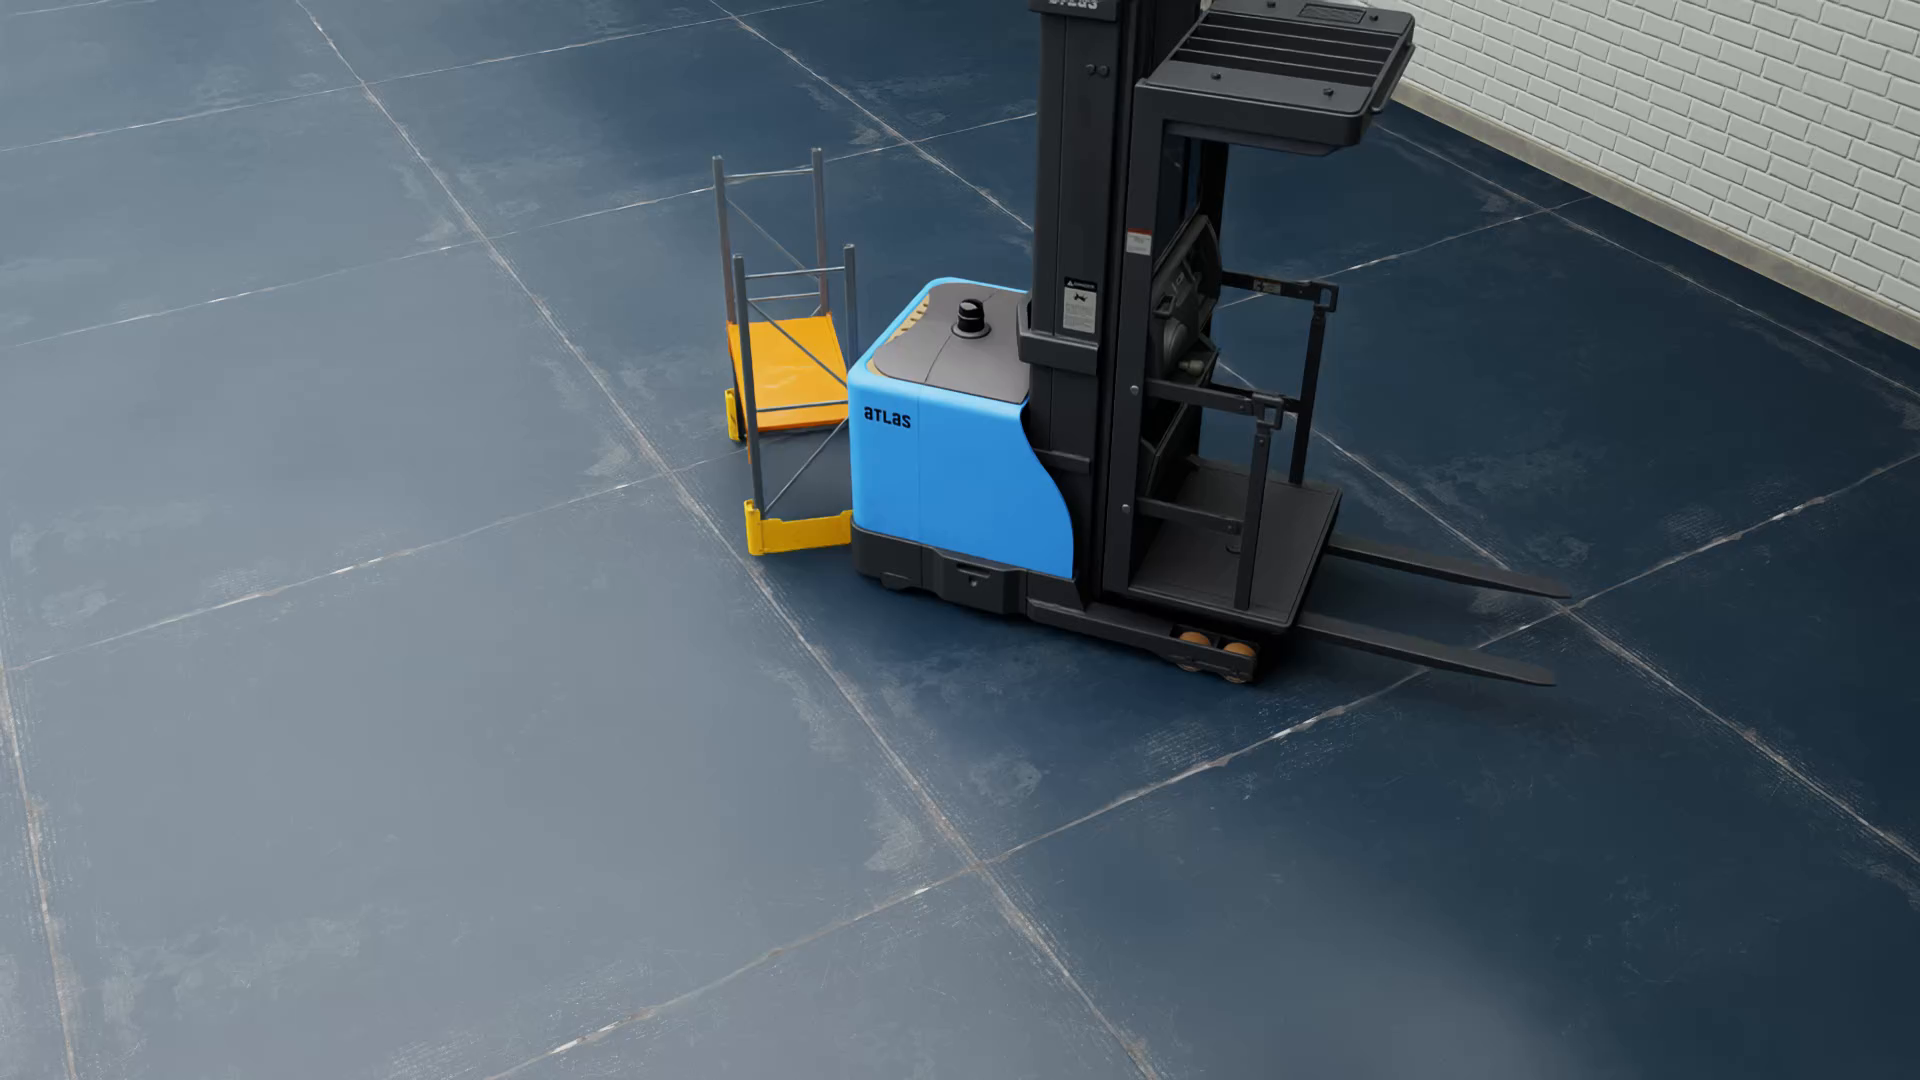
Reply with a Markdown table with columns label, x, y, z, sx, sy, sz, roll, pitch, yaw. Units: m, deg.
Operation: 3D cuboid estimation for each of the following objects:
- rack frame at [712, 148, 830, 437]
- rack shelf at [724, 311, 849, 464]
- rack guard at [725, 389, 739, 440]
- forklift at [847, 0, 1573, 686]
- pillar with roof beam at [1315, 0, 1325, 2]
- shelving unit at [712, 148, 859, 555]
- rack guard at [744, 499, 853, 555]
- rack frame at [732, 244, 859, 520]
| label | x | y | z | sx | sy | sz | roll | pitch | yaw |
| --- | --- | --- | --- | --- | --- | --- | --- | --- | --- |
| rack frame | -0.886 | -1.171 | 8.081 | 0.500 | 1.500 | 0.032 | -7 | 37 | -9 |
| rack shelf | -0.785 | -0.731 | 7.785 | 0.538 | 0.185 | 1.000 | -7 | 37 | -9 |
| rack guard | -0.886 | -0.665 | 8.449 | 0.587 | 0.250 | 0.087 | -7 | 37 | -9 |
| forklift | 1.083 | -0.945 | 6.559 | 3.031 | 2.935 | 1.130 | 13 | 38 | 18 |
| pillar with roof beam | -1.201 | -6.095 | 8.466 | 9.100 | 9.000 | 0.400 | -19 | 40 | -24 |
| shelving unit | -0.787 | -0.882 | 7.686 | 0.587 | 1.500 | 1.083 | -7 | 37 | -9 |
| rack guard | -0.688 | -0.089 | 7.660 | 0.587 | 0.250 | 0.087 | -7 | 37 | -9 |
| rack frame | -0.684 | -0.583 | 7.276 | 0.500 | 1.500 | 0.032 | -7 | 37 | -9 |
